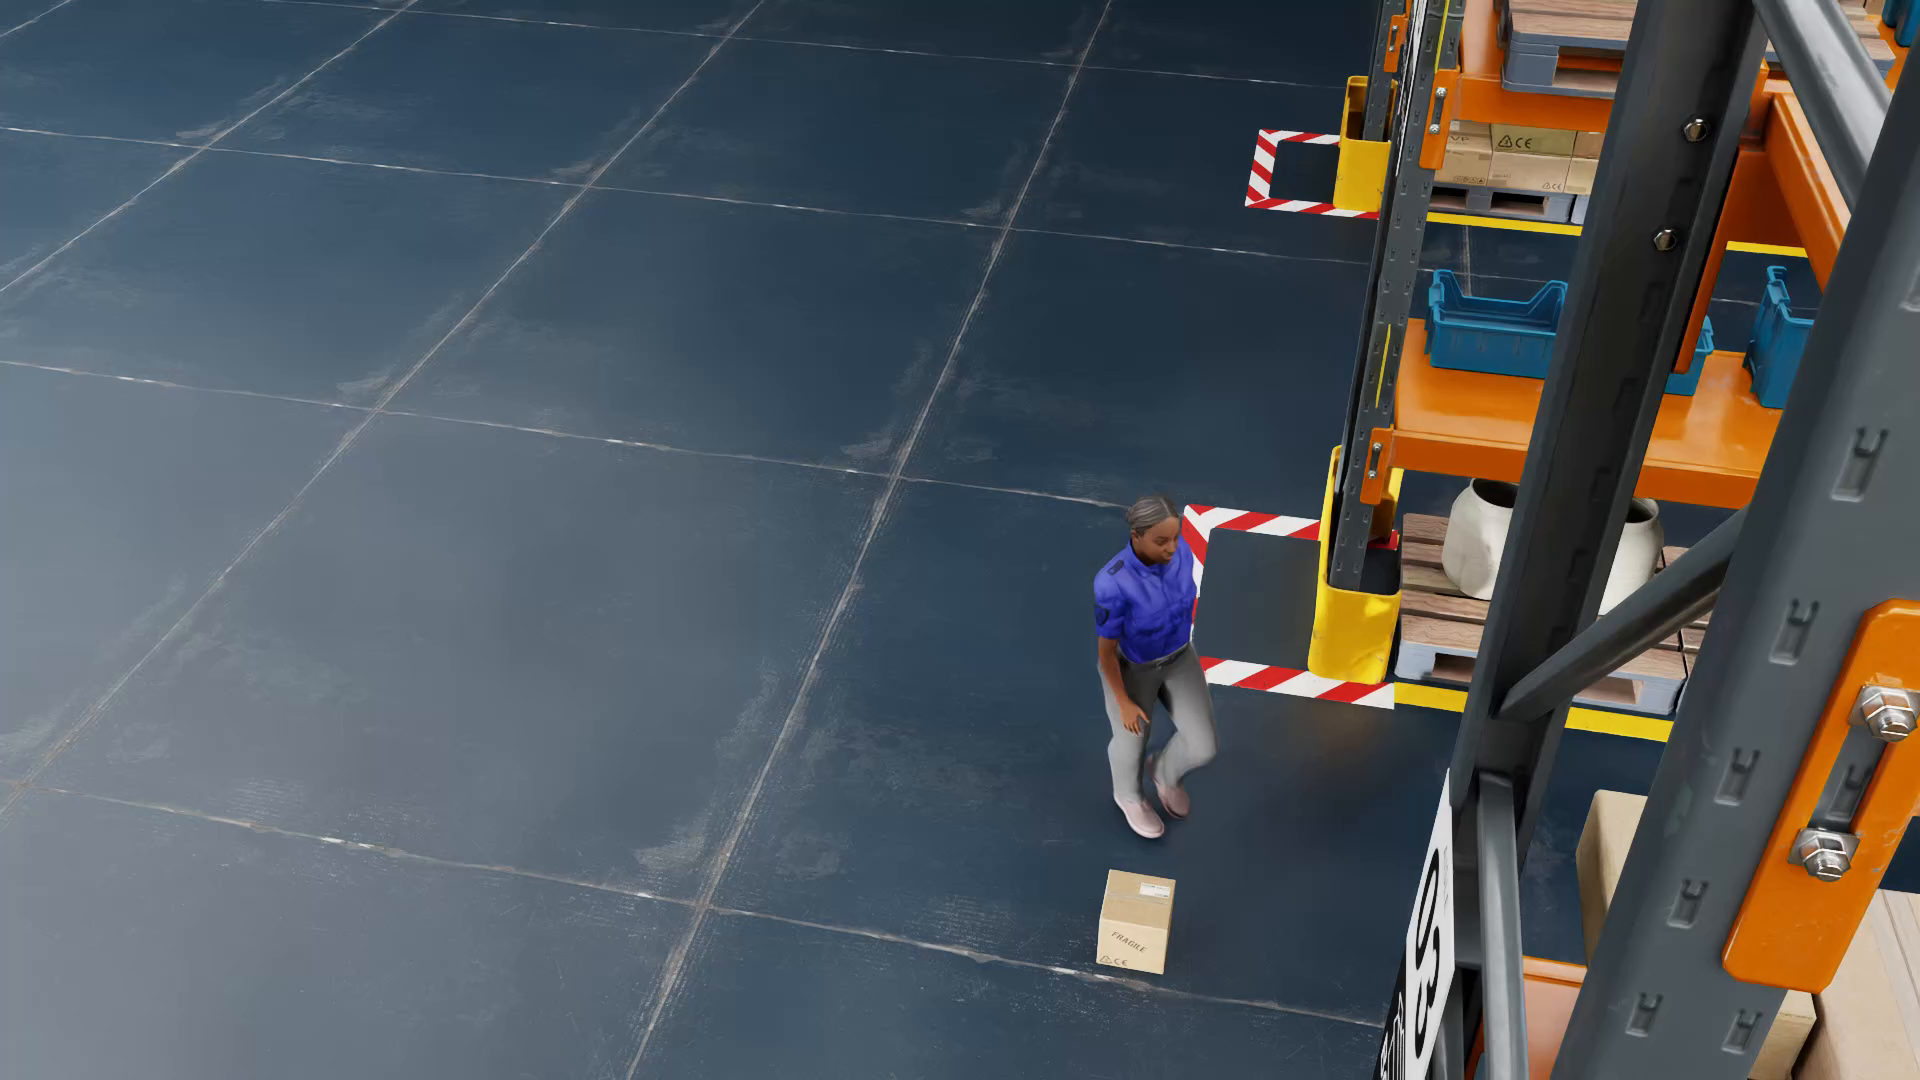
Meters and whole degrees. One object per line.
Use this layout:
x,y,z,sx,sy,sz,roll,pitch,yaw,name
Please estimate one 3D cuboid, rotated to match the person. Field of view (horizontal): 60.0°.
0.763,0.583,6.224,0.501,1.710,0.650,-14,39,-18,person
